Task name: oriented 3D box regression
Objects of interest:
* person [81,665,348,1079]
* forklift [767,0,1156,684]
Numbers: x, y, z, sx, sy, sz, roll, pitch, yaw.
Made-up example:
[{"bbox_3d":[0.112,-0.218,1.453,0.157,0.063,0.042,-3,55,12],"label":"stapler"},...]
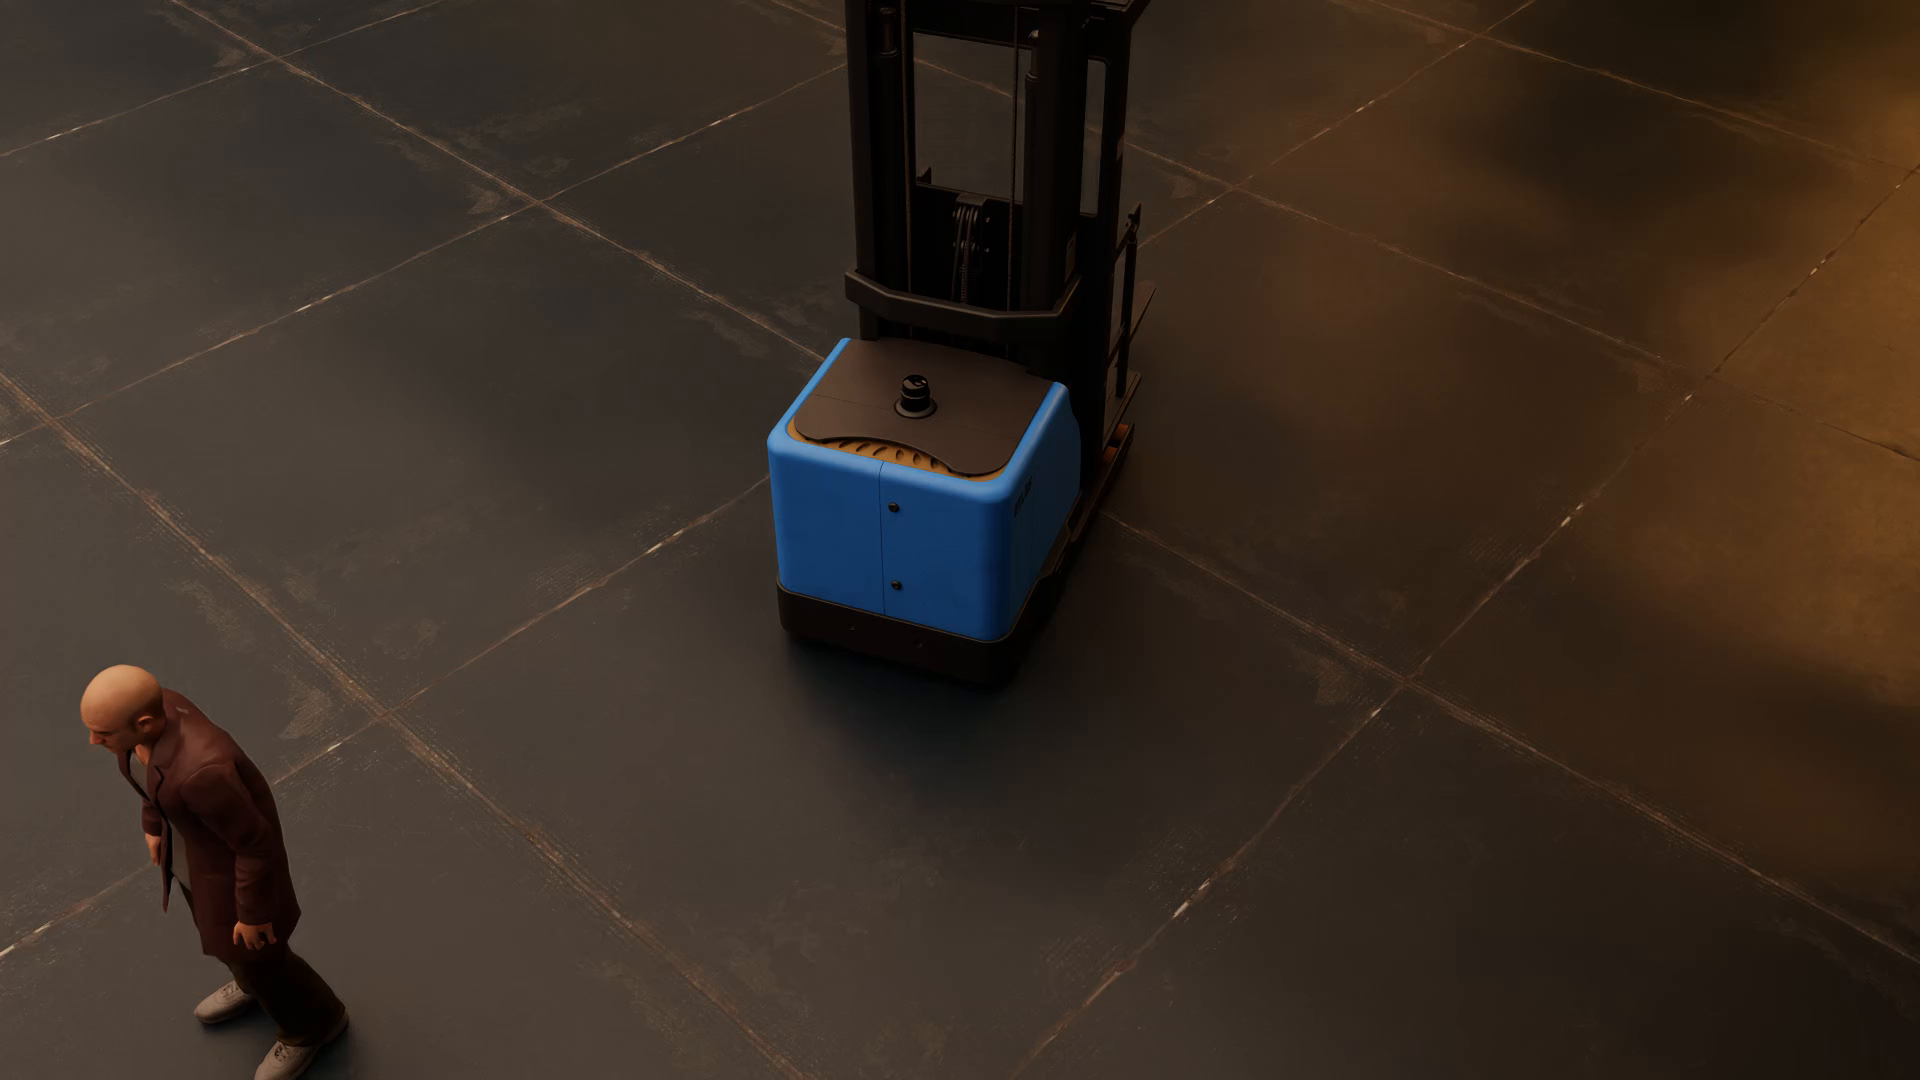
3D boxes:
[{"bbox_3d":[-2.304,1.014,5.134,0.656,1.774,0.402,30,49,30],"label":"person"},{"bbox_3d":[0.211,-1.484,7.158,1.130,2.935,3.031,14,42,15],"label":"forklift"}]
